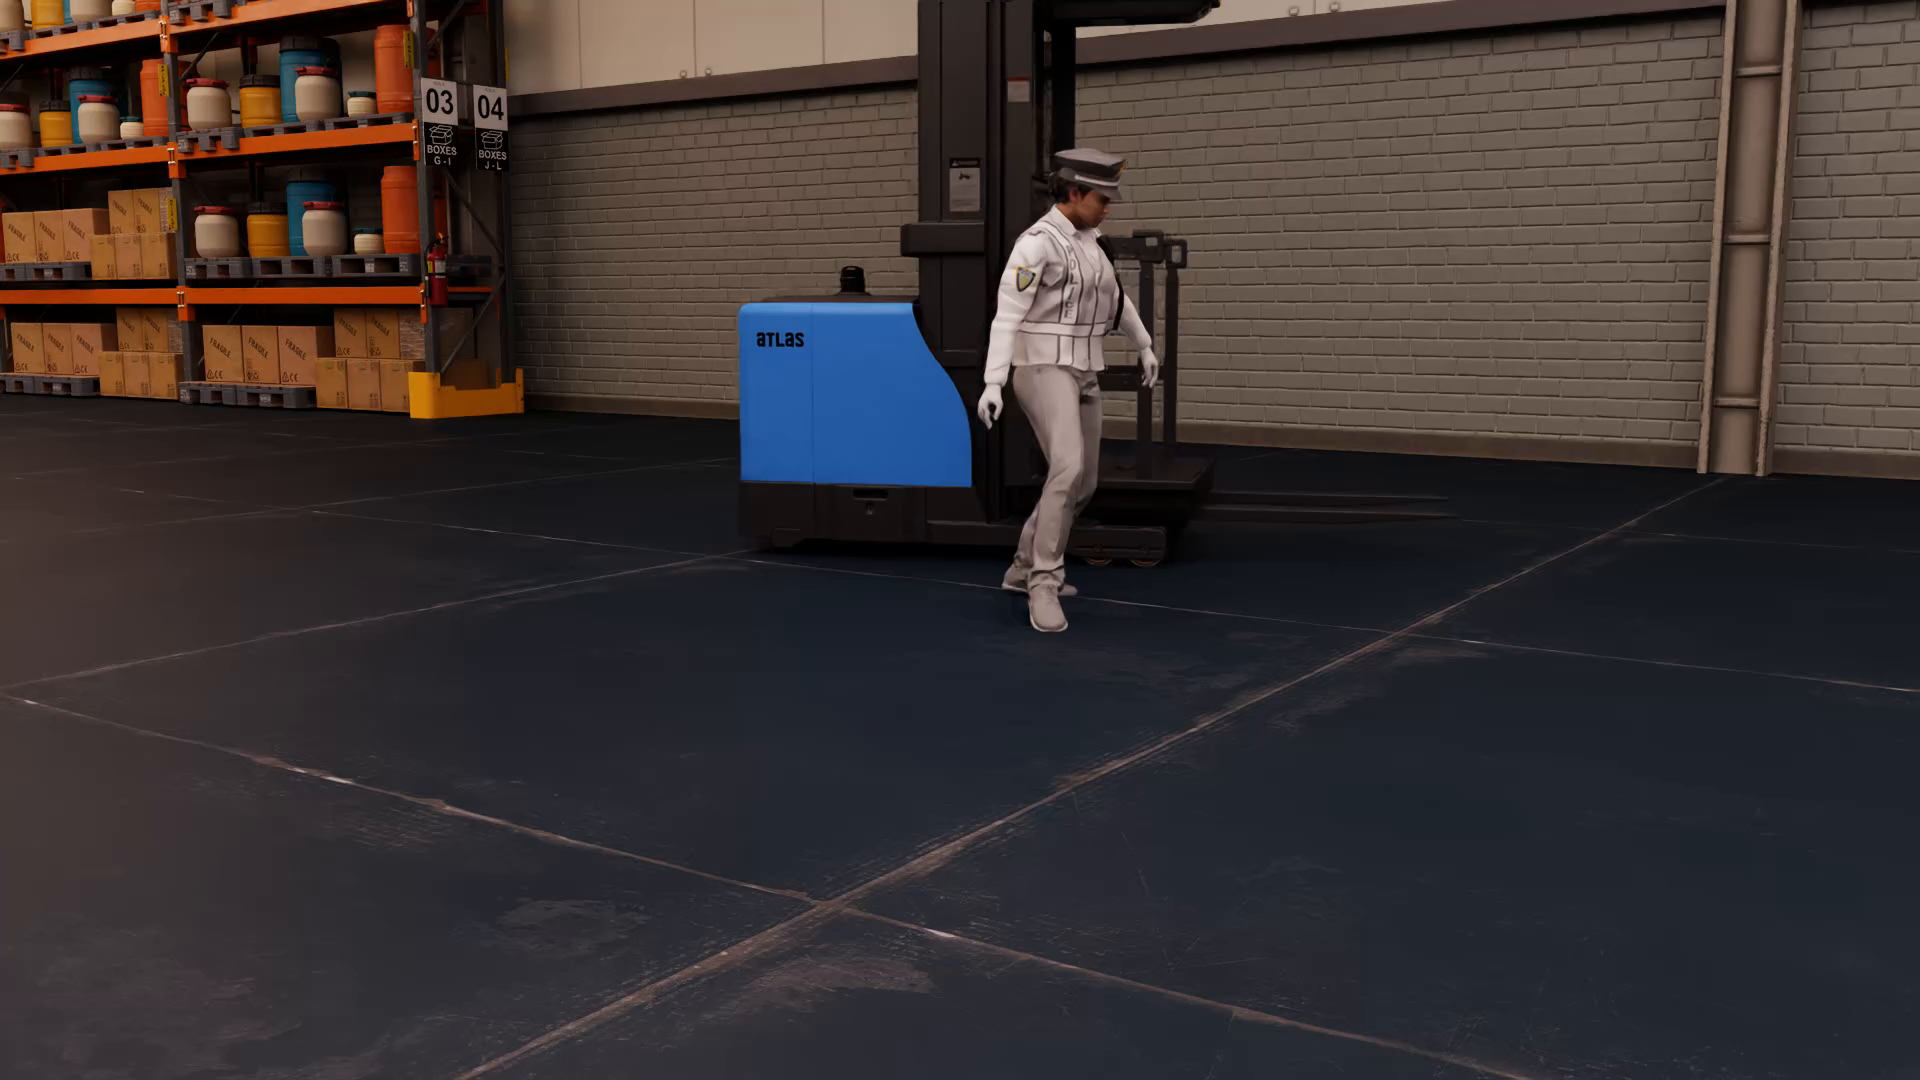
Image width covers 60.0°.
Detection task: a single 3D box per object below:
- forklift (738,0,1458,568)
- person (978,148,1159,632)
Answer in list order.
[{"bbox_3d":[0.606,-1.420,7.177,3.031,2.935,1.130,2,8,13],"label":"forklift"},{"bbox_3d":[0.356,-0.556,5.891,0.561,1.619,0.965,5,10,34],"label":"person"}]
